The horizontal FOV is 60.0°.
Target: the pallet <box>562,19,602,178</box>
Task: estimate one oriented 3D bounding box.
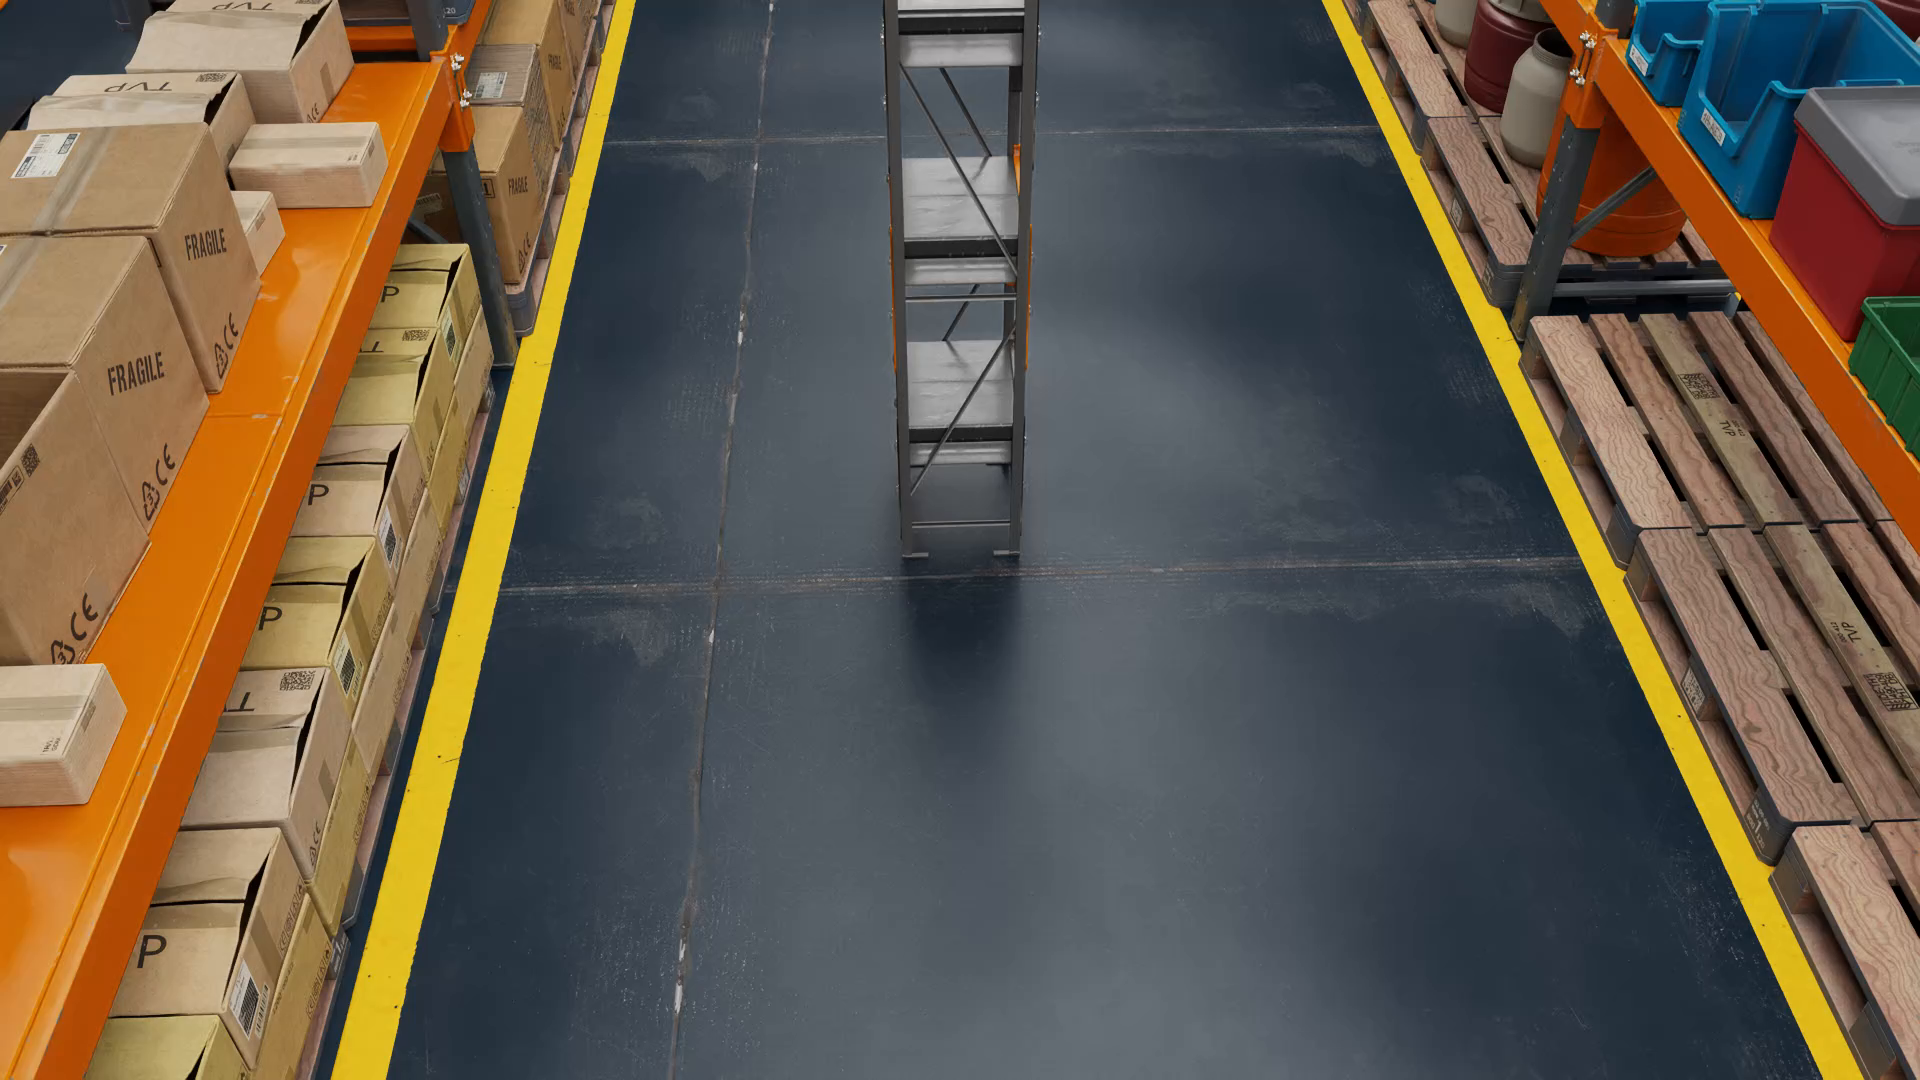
[{"bbox_3d":[-2.281,-2.100,7.885,1.003,0.211,1.213,-2,43,-2],"label":"pallet"}]

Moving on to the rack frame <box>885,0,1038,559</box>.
[{"bbox_3d":[0.003,-0.721,4.983,0.400,2.100,0.015,-2,43,-2],"label":"rack frame"}]

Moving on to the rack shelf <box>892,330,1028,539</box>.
[{"bbox_3d":[-0.007,-0.360,5.645,0.431,0.518,0.480,-2,43,-2],"label":"rack shelf"}]

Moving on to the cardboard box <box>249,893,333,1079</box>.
[{"bbox_3d":[-1.859,1.133,4.018,0.500,0.250,0.500,-1,43,-1],"label":"cardboard box"}]

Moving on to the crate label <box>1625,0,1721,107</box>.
[{"bbox_3d":[2.354,-1.584,5.382,0.303,0.233,0.416,-2,43,-2],"label":"crate label"}]

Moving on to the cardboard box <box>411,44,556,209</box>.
[{"bbox_3d":[-2.000,-1.711,6.921,0.500,0.500,0.500,-3,43,-3],"label":"cardboard box"}]

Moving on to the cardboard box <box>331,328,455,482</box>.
[{"bbox_3d":[-1.942,-0.452,5.332,0.500,0.311,0.500,-2,43,-2],"label":"cardboard box"}]

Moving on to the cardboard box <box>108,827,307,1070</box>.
[{"bbox_3d":[-1.853,0.927,3.828,0.500,0.311,0.500,-2,43,-2],"label":"cardboard box"}]

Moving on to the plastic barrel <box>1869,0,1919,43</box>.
[{"bbox_3d":[3.033,-1.686,5.269,0.600,0.536,0.708,-2,43,-2],"label":"plastic barrel"}]

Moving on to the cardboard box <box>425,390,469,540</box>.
[{"bbox_3d":[-1.947,-0.246,5.523,0.500,0.250,0.500,-2,43,-2],"label":"cardboard box"}]

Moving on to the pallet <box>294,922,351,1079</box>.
[{"bbox_3d":[-2.139,1.431,4.033,1.003,0.211,1.213,-2,43,-2],"label":"pallet"}]

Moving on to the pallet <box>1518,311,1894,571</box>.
[{"bbox_3d":[2.705,-0.389,6.018,1.003,0.211,1.213,-2,43,-2],"label":"pallet"}]

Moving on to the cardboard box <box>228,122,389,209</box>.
[{"bbox_3d":[-1.924,-1.109,4.926,0.380,0.149,0.250,-2,43,-2],"label":"cardboard box"}]

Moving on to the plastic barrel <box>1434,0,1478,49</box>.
[{"bbox_3d":[2.511,-2.649,7.951,0.421,0.512,0.421,0,43,0],"label":"plastic barrel"}]

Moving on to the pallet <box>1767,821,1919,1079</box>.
[{"bbox_3d":[2.808,1.258,4.221,1.003,0.211,1.213,-2,43,-2],"label":"pallet"}]

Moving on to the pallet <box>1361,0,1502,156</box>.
[{"bbox_3d":[2.587,-2.266,8.065,1.003,0.211,1.213,-2,43,-2],"label":"pallet"}]

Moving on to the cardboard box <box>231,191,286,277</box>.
[{"bbox_3d":[-2.128,-0.849,4.643,0.380,0.149,0.250,1,43,1],"label":"cardboard box"}]

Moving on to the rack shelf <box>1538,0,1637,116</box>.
[{"bbox_3d":[2.626,-3.026,7.364,1.077,0.370,4.000,-2,43,-2],"label":"rack shelf"}]

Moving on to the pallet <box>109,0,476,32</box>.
[{"bbox_3d":[-2.337,-2.186,6.057,1.213,0.211,1.003,-2,43,-2],"label":"pallet"}]

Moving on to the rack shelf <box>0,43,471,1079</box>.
[{"bbox_3d":[-2.154,-0.186,4.265,1.077,0.370,4.000,-2,43,-2],"label":"rack shelf"}]

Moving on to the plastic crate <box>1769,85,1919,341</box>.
[{"bbox_3d":[2.473,-0.865,4.426,0.402,0.464,0.583,-2,43,-2],"label":"plastic crate"}]

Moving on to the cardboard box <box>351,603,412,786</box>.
[{"bbox_3d":[-1.904,0.440,4.774,0.500,0.250,0.500,-1,43,-1],"label":"cardboard box"}]

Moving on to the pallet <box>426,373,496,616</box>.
[{"bbox_3d":[-2.243,-0.216,5.830,1.003,0.211,1.213,-2,43,-2],"label":"pallet"}]

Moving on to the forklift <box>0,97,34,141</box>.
[{"bbox_3d":[-4.557,-1.921,5.676,1.130,2.935,3.031,-1,43,-1],"label":"forklift"}]

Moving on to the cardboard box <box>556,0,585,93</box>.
[{"bbox_3d":[-2.044,-2.402,7.675,0.500,0.500,0.500,-3,43,-3],"label":"cardboard box"}]

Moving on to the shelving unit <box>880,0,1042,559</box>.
[{"bbox_3d":[-0.007,-0.886,5.162,0.431,2.100,0.503,-2,43,-2],"label":"shelving unit"}]

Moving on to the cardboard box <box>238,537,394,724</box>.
[{"bbox_3d":[-1.904,0.227,4.591,0.500,0.311,0.500,-1,43,-1],"label":"cardboard box"}]

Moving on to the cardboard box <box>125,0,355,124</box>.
[{"bbox_3d":[-2.267,-1.522,5.256,0.500,0.311,0.500,1,43,1],"label":"cardboard box"}]

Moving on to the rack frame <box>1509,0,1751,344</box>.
[{"bbox_3d":[2.710,-1.941,5.648,1.000,3.000,0.127,-2,43,-2],"label":"rack frame"}]

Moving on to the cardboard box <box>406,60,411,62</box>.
[{"bbox_3d":[-2.513,-1.667,6.873,0.500,0.500,0.500,0,43,0],"label":"cardboard box"}]

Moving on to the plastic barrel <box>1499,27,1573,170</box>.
[{"bbox_3d":[2.559,-1.887,7.119,0.421,0.512,0.421,0,43,0],"label":"plastic barrel"}]

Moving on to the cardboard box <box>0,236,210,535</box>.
[{"bbox_3d":[-2.129,-0.350,3.838,0.500,0.500,0.500,-2,43,-2],"label":"cardboard box"}]

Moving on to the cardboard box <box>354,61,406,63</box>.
[{"bbox_3d":[-2.519,-1.981,6.661,0.500,0.250,0.500,0,43,0],"label":"cardboard box"}]
